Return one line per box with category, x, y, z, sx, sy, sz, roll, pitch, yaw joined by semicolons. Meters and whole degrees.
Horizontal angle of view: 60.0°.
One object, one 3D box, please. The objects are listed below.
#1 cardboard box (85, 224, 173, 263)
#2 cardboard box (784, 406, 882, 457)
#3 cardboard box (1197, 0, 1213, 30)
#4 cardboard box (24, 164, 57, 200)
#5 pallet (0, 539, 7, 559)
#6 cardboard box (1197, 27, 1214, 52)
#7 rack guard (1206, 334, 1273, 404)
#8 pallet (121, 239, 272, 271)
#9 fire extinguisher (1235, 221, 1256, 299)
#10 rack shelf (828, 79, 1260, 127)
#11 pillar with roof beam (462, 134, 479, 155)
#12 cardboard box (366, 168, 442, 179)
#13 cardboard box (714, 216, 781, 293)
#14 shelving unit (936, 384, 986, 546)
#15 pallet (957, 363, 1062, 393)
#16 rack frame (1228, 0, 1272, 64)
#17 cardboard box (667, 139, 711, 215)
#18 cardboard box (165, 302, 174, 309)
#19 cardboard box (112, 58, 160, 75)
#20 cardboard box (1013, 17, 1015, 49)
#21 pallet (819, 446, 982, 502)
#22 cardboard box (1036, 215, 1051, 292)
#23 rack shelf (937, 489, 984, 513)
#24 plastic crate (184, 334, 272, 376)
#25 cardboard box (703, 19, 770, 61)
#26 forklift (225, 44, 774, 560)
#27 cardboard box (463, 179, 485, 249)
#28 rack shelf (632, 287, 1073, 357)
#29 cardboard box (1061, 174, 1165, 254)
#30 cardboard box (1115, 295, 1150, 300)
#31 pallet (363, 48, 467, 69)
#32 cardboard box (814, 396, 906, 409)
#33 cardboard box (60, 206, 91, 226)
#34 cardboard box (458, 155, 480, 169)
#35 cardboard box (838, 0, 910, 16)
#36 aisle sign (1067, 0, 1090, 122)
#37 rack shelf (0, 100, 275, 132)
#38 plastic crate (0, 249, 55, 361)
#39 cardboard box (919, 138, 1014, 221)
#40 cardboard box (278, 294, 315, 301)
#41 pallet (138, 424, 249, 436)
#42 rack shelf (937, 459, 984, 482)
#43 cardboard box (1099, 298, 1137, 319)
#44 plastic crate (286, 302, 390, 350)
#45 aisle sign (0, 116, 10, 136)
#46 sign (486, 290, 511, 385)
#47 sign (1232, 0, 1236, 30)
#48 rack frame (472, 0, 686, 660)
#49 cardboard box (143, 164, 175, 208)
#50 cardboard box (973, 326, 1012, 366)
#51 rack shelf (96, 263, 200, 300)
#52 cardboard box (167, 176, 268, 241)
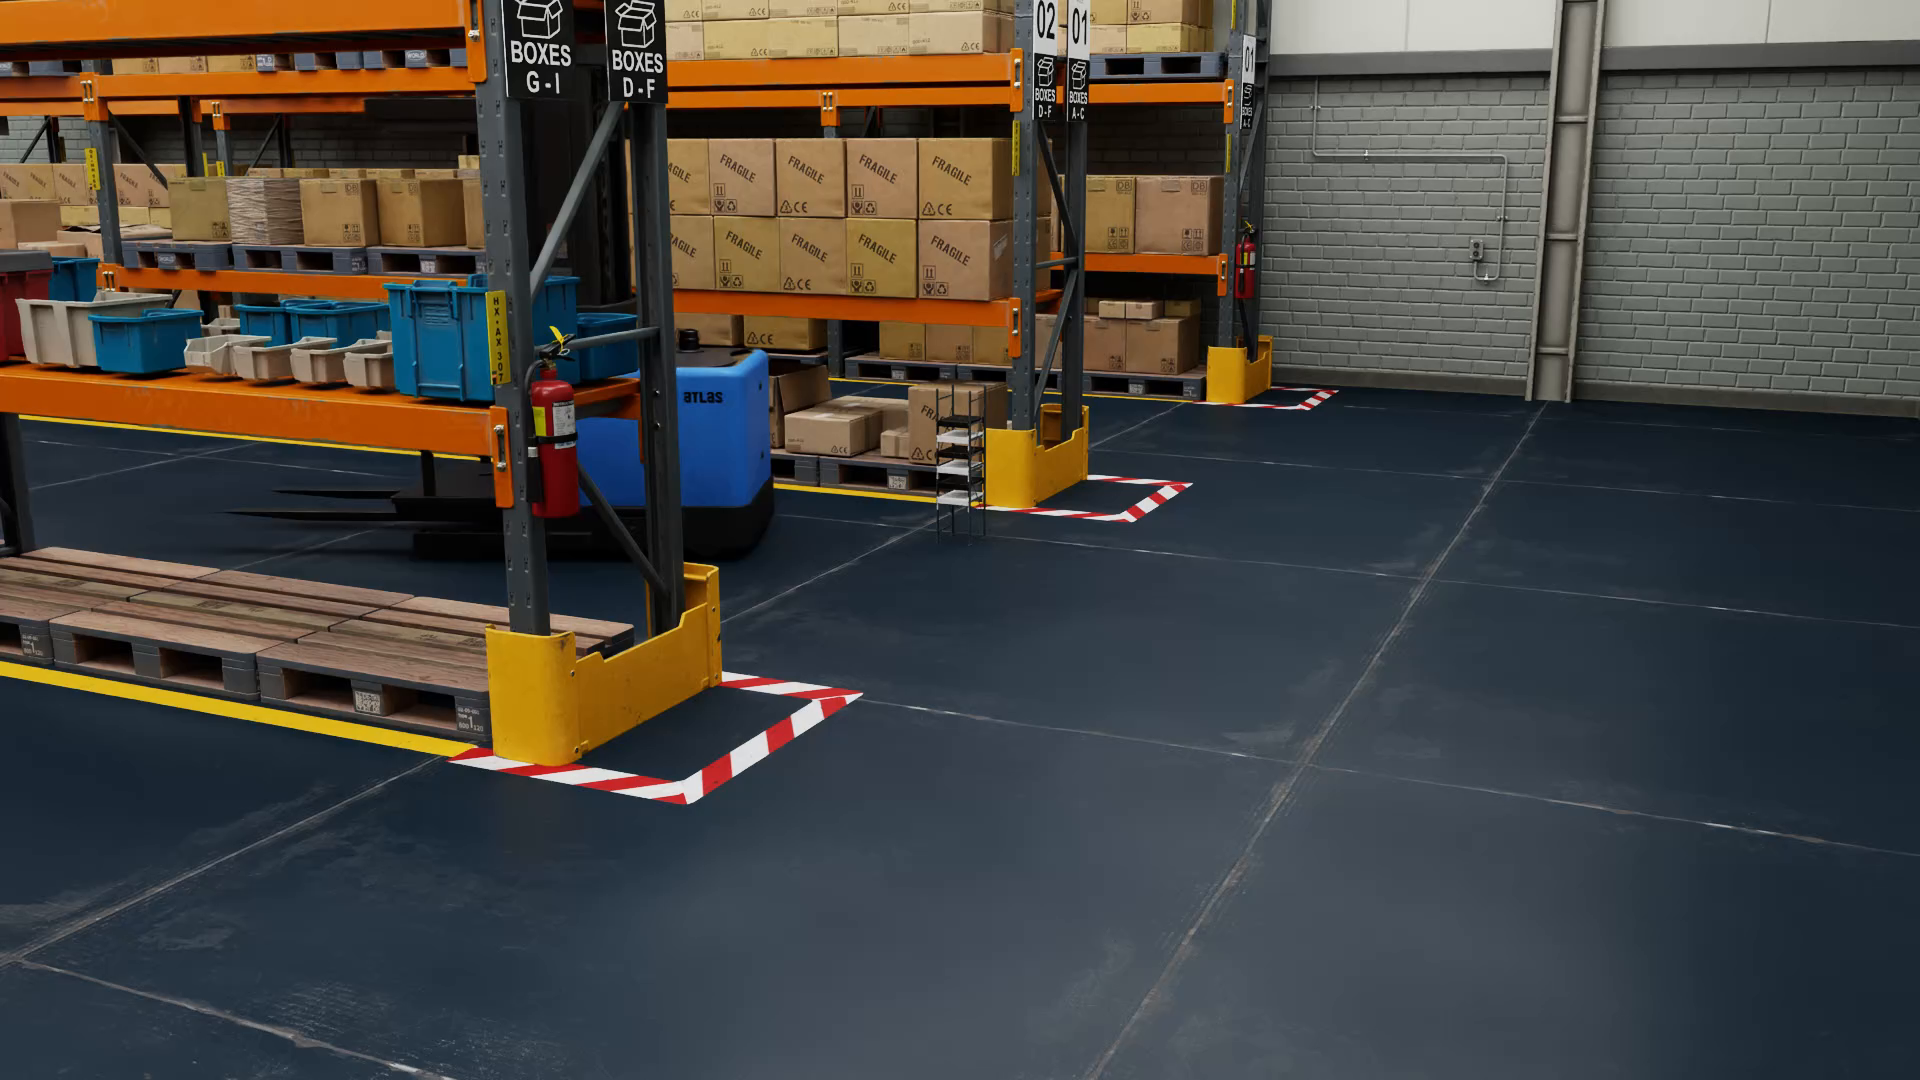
cardboard box;-7.043;-2.525;14.147;0.500;0.311;0.500;7;15;27
cardboard box;-0.867;-0.754;11.460;0.500;0.250;0.500;6;14;23
cardboard box;2.019;-4.944;15.243;0.500;0.500;0.500;5;14;21
cardboard box;-11.277;-4.448;20.789;0.500;0.500;0.500;6;14;23
pallet;-5.770;0.156;8.629;1.213;0.211;1.003;6;14;23
cardboard box;2.021;-4.580;15.332;0.500;0.250;0.500;7;15;26
rack guard;2.611;-1.602;15.486;0.348;0.500;1.175;6;14;23
pallet;-6.080;-2.385;13.771;1.003;0.211;1.213;6;14;23
fire extinguisher;2.540;-2.491;14.791;0.183;0.674;0.296;6;14;23
rack shelf;0.760;-4.116;15.738;4.000;0.370;1.077;6;14;23
pillar with roof beam;-7.307;-5.884;15.130;0.400;9.000;9.100;6;14;23
cardboard box;-6.307;-3.976;18.951;0.500;0.500;0.700;6;14;23
cardboard box;-1.324;-1.960;11.324;0.500;0.500;0.500;6;14;22
shelving unit;0.007;-0.437;9.649;0.210;0.900;0.258;6;14;23
pallet;0.715;-1.634;16.257;1.213;0.211;1.003;6;14;23
rack frame;2.589;-5.742;14.525;0.127;3.000;1.000;6;14;23
cardboard box;-1.813;-2.494;11.409;0.500;0.500;0.500;5;14;22
cardboard box;-9.837;-2.910;20.866;0.250;0.149;0.380;5;14;19
cardboard box;-6.316;-4.002;13.458;0.500;0.500;0.910;6;14;23
cardboard box;0.219;-3.274;10.903;0.500;0.250;0.500;6;14;23
pallet;-0.213;-0.509;11.462;1.213;0.211;1.003;6;14;23
cardboard box;0.287;-1.931;11.198;0.500;0.500;0.500;6;15;24
rack shelf;0.007;-0.230;9.698;0.200;0.077;0.258;6;14;23
plastic crate;-3.044;-0.764;6.891;0.250;0.136;0.298;6;14;23
cardboard box;-1.356;-3.307;11.046;0.500;0.250;0.500;6;14;23
forklift;-2.660;-1.435;9.453;3.031;2.935;1.130;0;13;2
cardboard box;-3.414;-2.500;12.703;0.500;0.500;0.700;1;13;4
rack shelf;-1.243;-1.621;11.670;4.000;0.370;1.077;6;14;23
cardboard box;1.449;-3.077;15.645;0.700;0.700;0.980;6;14;23
cardboard box;1.640;-2.245;15.889;0.250;0.149;0.380;6;14;23
pallet;-3.639;-3.600;12.375;1.003;0.211;1.213;6;14;23
cardboard box;-0.711;-0.863;11.925;0.500;0.250;0.500;6;14;23
cardboard box;-10.778;-4.033;20.661;0.500;0.250;0.500;6;14;22
cardboard box;-5.353;-4.192;18.452;0.250;0.149;0.380;3;14;14
cardboard box;-0.444;-3.457;10.589;0.500;0.250;0.500;6;14;23
aisle sign;0.767;-3.107;10.737;0.004;0.787;0.394;6;14;23
rack shelf;-10.211;-5.226;20.470;4.000;0.370;1.077;6;14;23
plastic crate;-4.366;-1.047;7.380;0.583;0.464;0.402;6;14;23
cardboard box;0.068;-2.305;10.605;0.500;0.500;0.500;6;14;23
cardboard box;-7.703;-2.864;19.902;0.500;0.500;0.700;6;15;25
pallet;-6.061;-1.092;13.945;1.213;0.211;1.003;6;14;23
rack shelf;0.007;-0.405;9.656;0.200;0.077;0.258;6;14;23
cardboard box;1.483;-2.165;15.549;0.250;0.149;0.380;6;15;25
plastic crate;-2.720;-0.913;7.314;0.300;0.233;0.416;6;14;23
aisle sign;-12.227;-5.511;20.984;0.004;0.787;0.394;6;14;23
sign;-1.632;-0.715;5.877;0.005;0.325;0.100;6;14;23
sign;2.357;-4.562;14.298;0.005;0.325;0.100;6;14;23
rack frame;-1.424;-0.752;6.392;0.127;3.000;1.000;6;14;23
cardboard box;-9.399;-4.257;19.974;0.500;0.500;0.500;6;14;23
cardboard box;0.500;-1.993;16.234;0.500;0.500;0.700;6;15;25
rack shelf;-8.557;-2.361;14.825;4.000;0.370;1.077;6;14;23
cardboard box;-6.107;-2.744;13.747;0.500;0.500;0.700;1;13;4
